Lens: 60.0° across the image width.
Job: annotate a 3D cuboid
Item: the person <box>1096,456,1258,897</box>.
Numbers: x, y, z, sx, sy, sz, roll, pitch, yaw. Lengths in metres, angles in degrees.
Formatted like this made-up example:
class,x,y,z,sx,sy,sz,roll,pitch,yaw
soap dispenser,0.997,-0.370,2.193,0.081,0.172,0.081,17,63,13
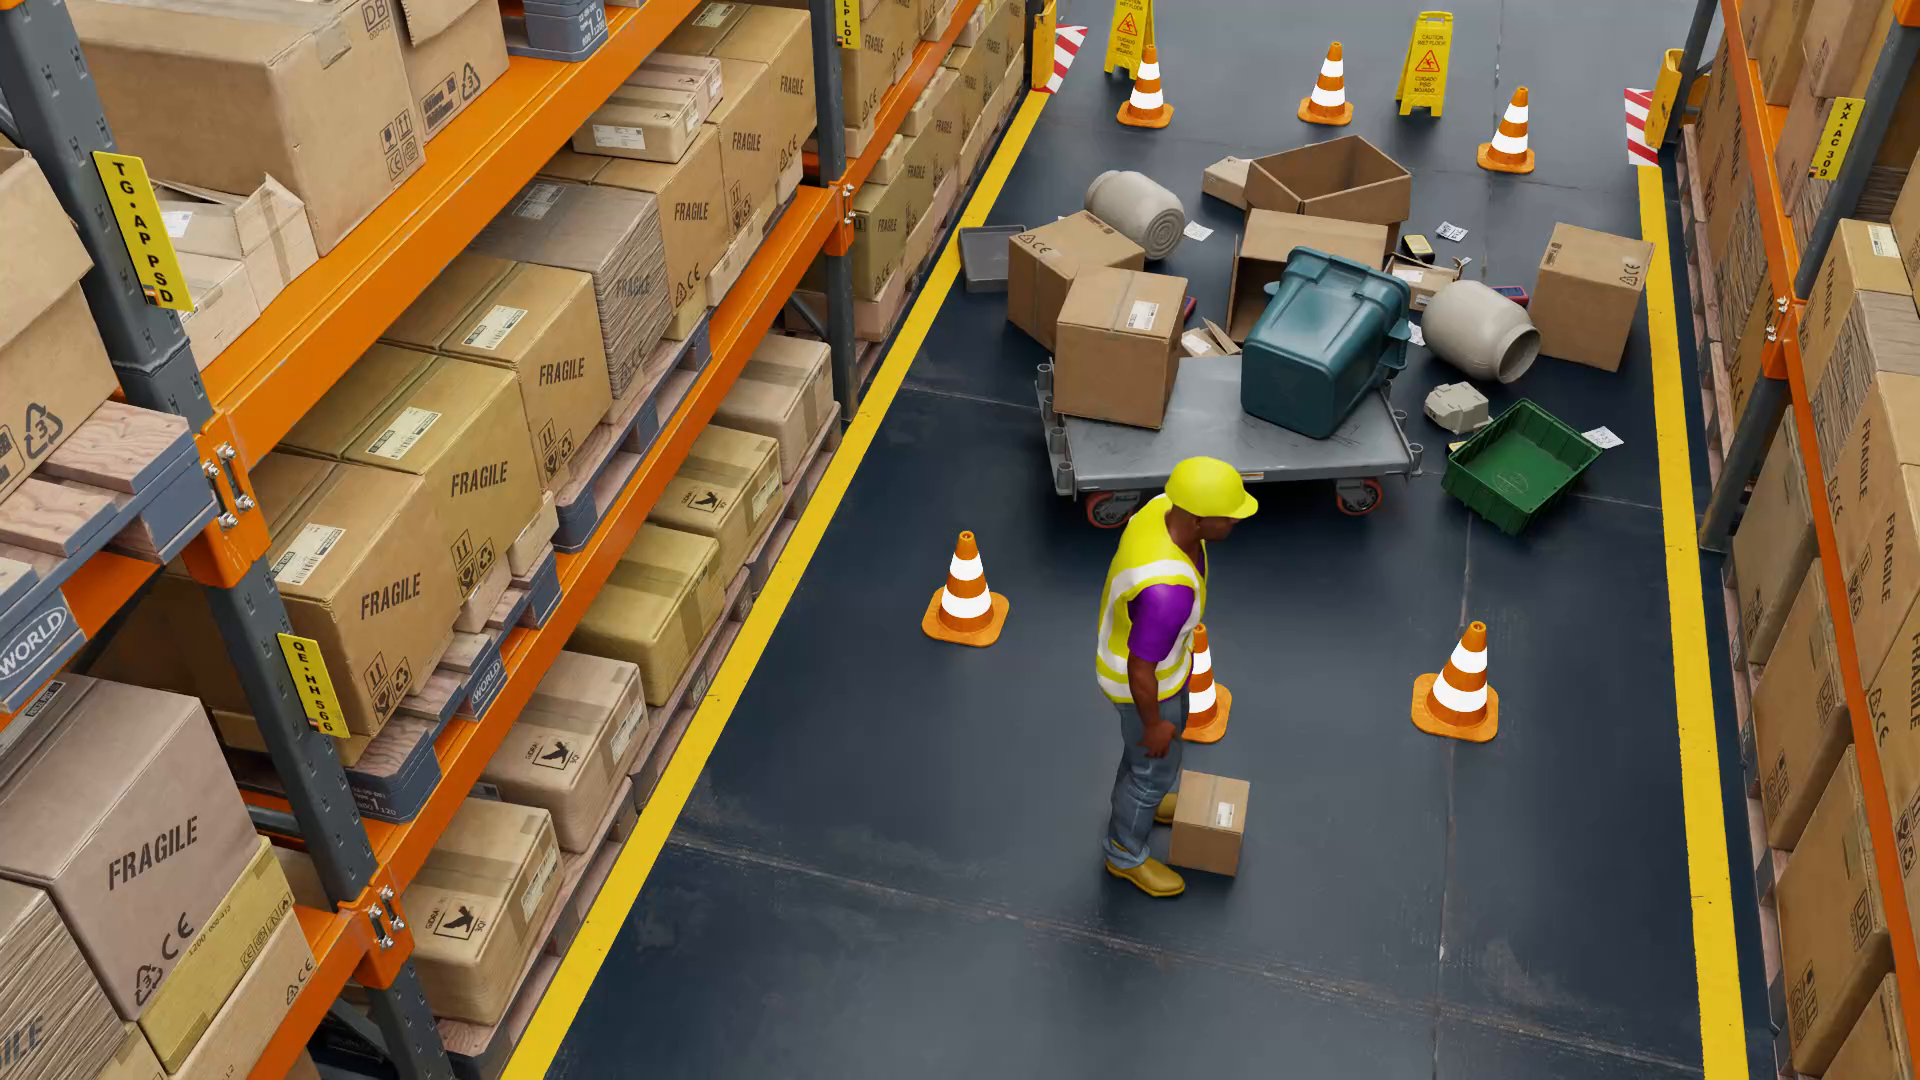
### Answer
class,x,y,z,sx,sy,sz,roll,pitch,yaw
person,0.691,0.435,5.641,0.463,1.759,0.625,8,41,9
